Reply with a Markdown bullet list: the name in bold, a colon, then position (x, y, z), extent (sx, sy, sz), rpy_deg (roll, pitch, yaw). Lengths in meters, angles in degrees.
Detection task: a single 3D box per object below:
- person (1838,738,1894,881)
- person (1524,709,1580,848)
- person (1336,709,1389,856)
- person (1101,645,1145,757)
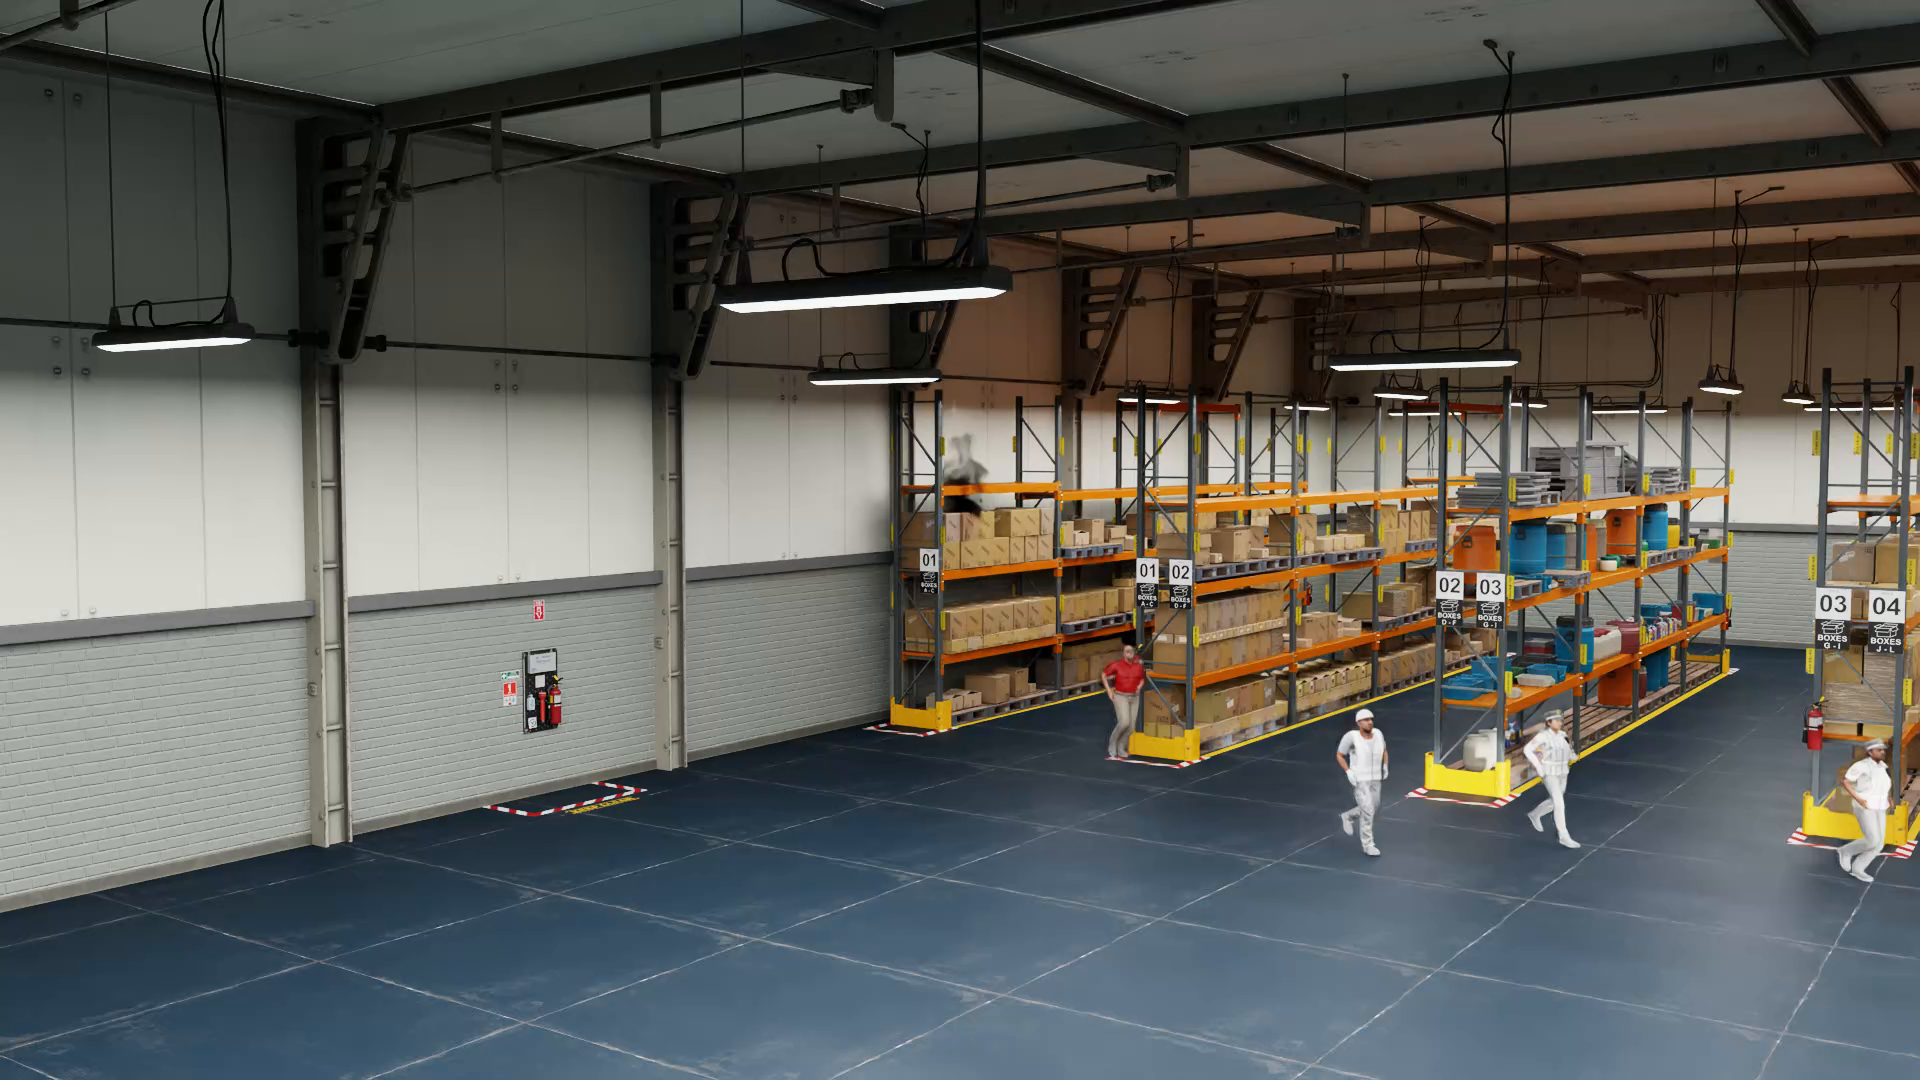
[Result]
- **person**: position (10.530, 3.105, 19.227), extent (0.607, 1.647, 0.509), rpy_deg (-1, 3, -19)
- **person**: position (7.478, 2.958, 20.955), extent (0.616, 1.676, 0.936), rpy_deg (-2, 4, -26)
- **person**: position (4.984, 2.956, 20.552), extent (0.674, 1.772, 0.782), rpy_deg (-1, 3, -21)
- **person**: position (2.541, 2.457, 25.322), extent (0.658, 1.715, 0.548), rpy_deg (-1, 4, -25)
